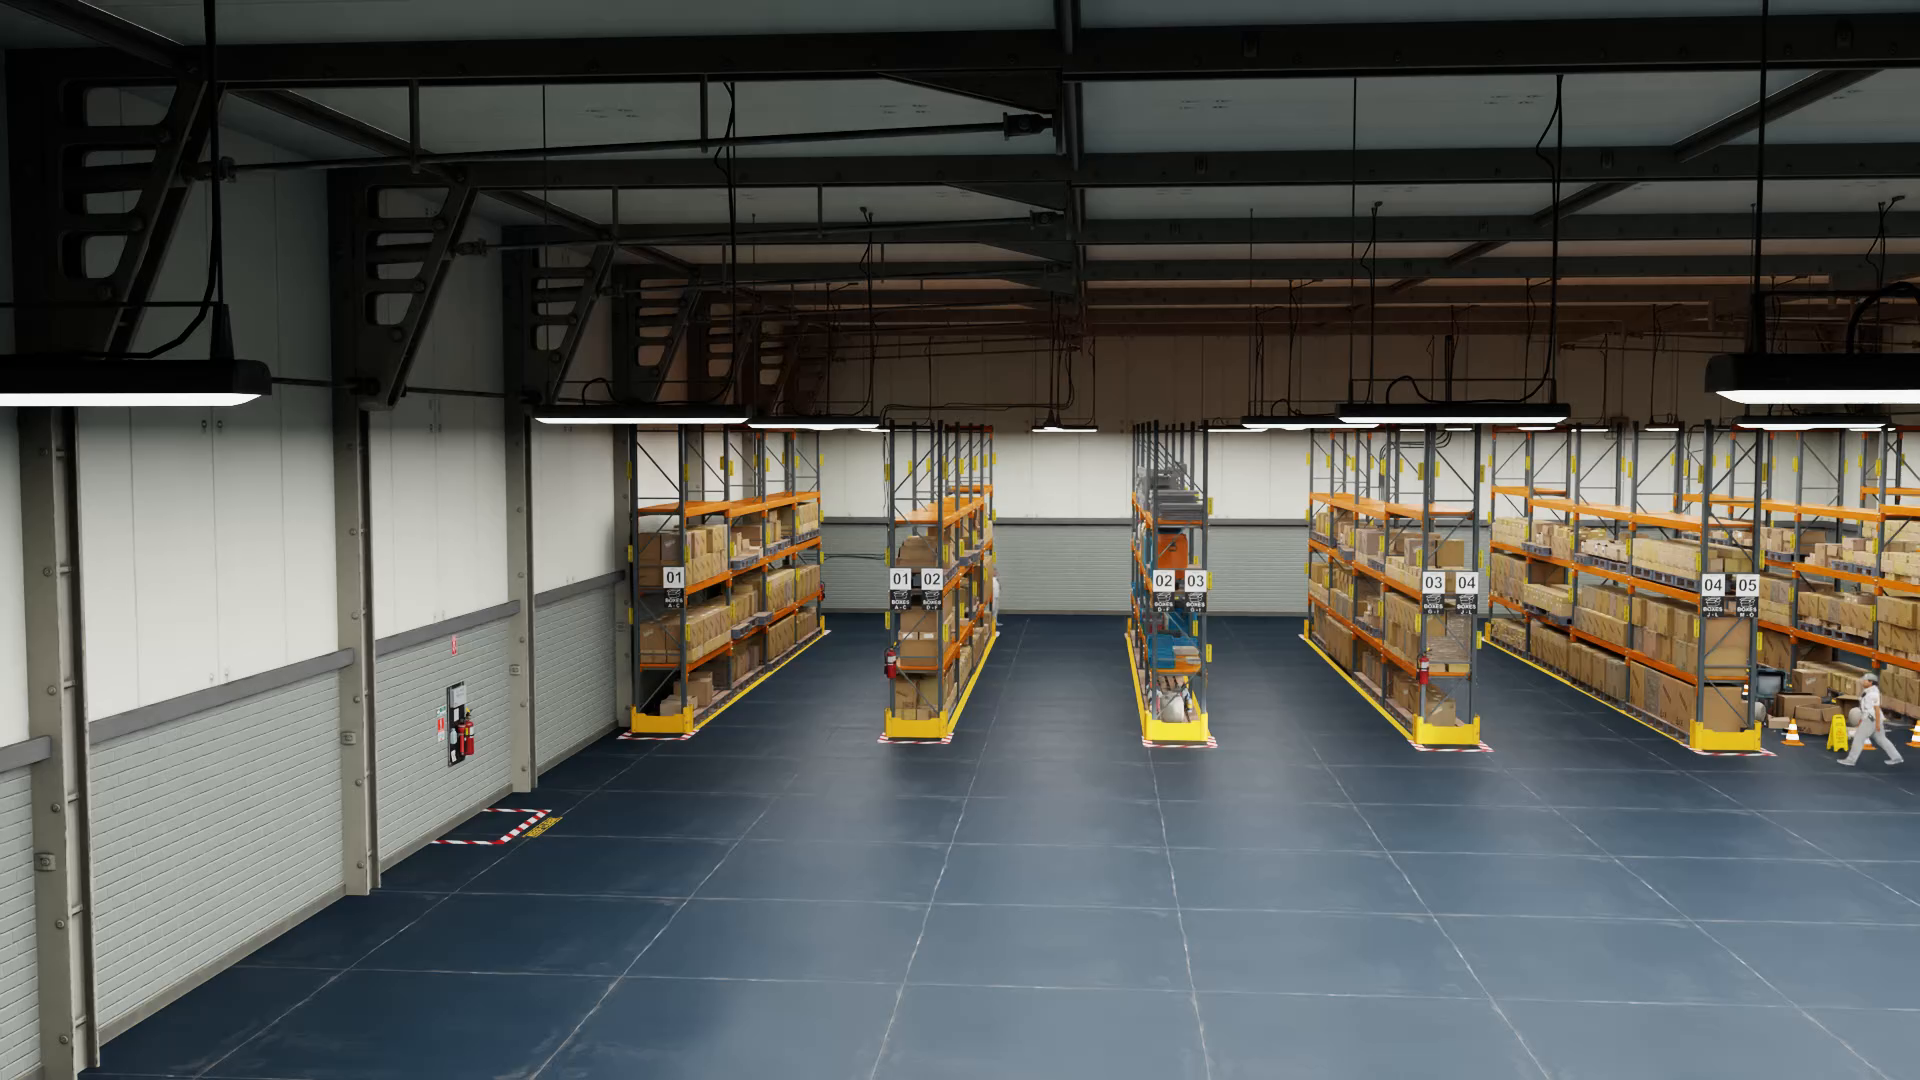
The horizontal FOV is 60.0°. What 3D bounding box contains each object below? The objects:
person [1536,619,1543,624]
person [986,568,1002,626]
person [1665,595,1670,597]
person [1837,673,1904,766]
[{"bbox_3d":[17.546,1.804,49.515,0.473,1.560,0.964,-3,5,-39],"label":"person"},{"bbox_3d":[0.923,1.694,49.696,0.640,1.742,0.588,2,4,24],"label":"person"},{"bbox_3d":[20.608,1.817,48.145,0.472,1.679,0.476,0,4,-5],"label":"person"},{"bbox_3d":[15.693,3.096,28.634,1.042,1.608,0.488,2,4,23],"label":"person"}]
